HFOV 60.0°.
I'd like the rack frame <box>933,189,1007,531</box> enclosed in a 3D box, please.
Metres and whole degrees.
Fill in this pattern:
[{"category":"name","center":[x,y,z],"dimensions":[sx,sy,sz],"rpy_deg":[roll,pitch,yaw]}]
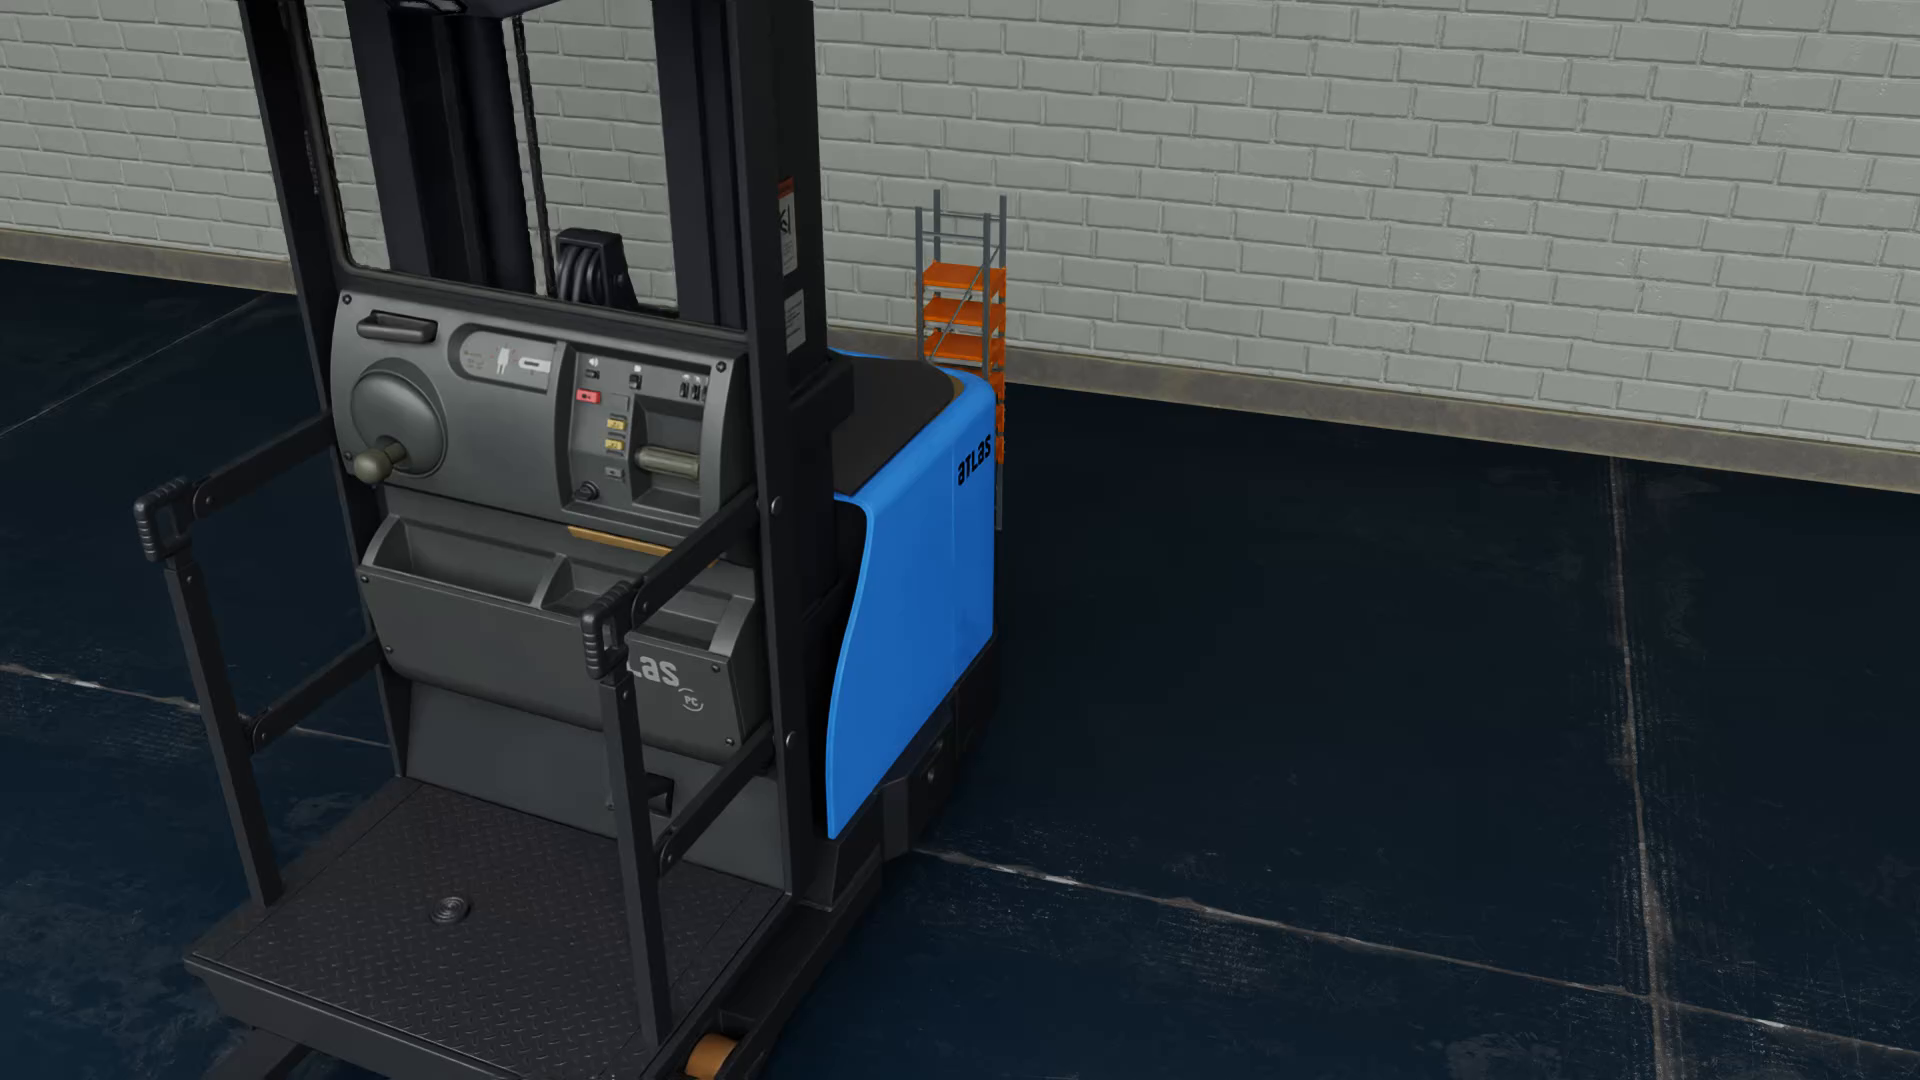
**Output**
[{"category":"rack frame","center":[0.031,-0.574,5.547],"dimensions":[0.240,1.200,0.006],"rpy_deg":[8,30,15]}]

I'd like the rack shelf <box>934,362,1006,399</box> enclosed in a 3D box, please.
[{"category":"rack shelf","center":[0.004,-0.492,5.492],"dimensions":[0.258,0.103,0.180],"rpy_deg":[8,30,15]}]

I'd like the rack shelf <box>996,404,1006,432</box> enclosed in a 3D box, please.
[{"category":"rack shelf","center":[0.004,-0.387,5.550],"dimensions":[0.258,0.103,0.180],"rpy_deg":[8,30,15]}]

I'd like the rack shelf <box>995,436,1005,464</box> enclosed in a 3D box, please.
[{"category":"rack shelf","center":[0.004,-0.282,5.609],"dimensions":[0.258,0.103,0.180],"rpy_deg":[8,30,15]}]

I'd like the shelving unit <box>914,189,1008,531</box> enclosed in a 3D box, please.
[{"category":"shelving unit","center":[0.004,-0.531,5.470],"dimensions":[0.258,1.200,0.189],"rpy_deg":[8,30,15]}]

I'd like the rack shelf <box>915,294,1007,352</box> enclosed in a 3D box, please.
[{"category":"rack shelf","center":[0.004,-0.702,5.375],"dimensions":[0.258,0.103,0.180],"rpy_deg":[8,30,15]}]

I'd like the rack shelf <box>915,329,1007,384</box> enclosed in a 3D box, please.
[{"category":"rack shelf","center":[0.004,-0.597,5.434],"dimensions":[0.258,0.103,0.180],"rpy_deg":[8,30,15]}]

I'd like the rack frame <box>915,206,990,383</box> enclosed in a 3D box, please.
[{"category":"rack frame","center":[-0.023,-0.489,5.394],"dimensions":[0.240,1.200,0.006],"rpy_deg":[8,30,15]}]

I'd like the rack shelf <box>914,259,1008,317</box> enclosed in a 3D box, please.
[{"category":"rack shelf","center":[0.004,-0.807,5.317],"dimensions":[0.258,0.103,0.180],"rpy_deg":[8,30,15]}]

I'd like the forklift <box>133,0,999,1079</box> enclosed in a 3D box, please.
[{"category":"forklift","center":[-0.941,-0.209,3.111],"dimensions":[1.130,2.935,3.031],"rpy_deg":[12,31,20]}]
